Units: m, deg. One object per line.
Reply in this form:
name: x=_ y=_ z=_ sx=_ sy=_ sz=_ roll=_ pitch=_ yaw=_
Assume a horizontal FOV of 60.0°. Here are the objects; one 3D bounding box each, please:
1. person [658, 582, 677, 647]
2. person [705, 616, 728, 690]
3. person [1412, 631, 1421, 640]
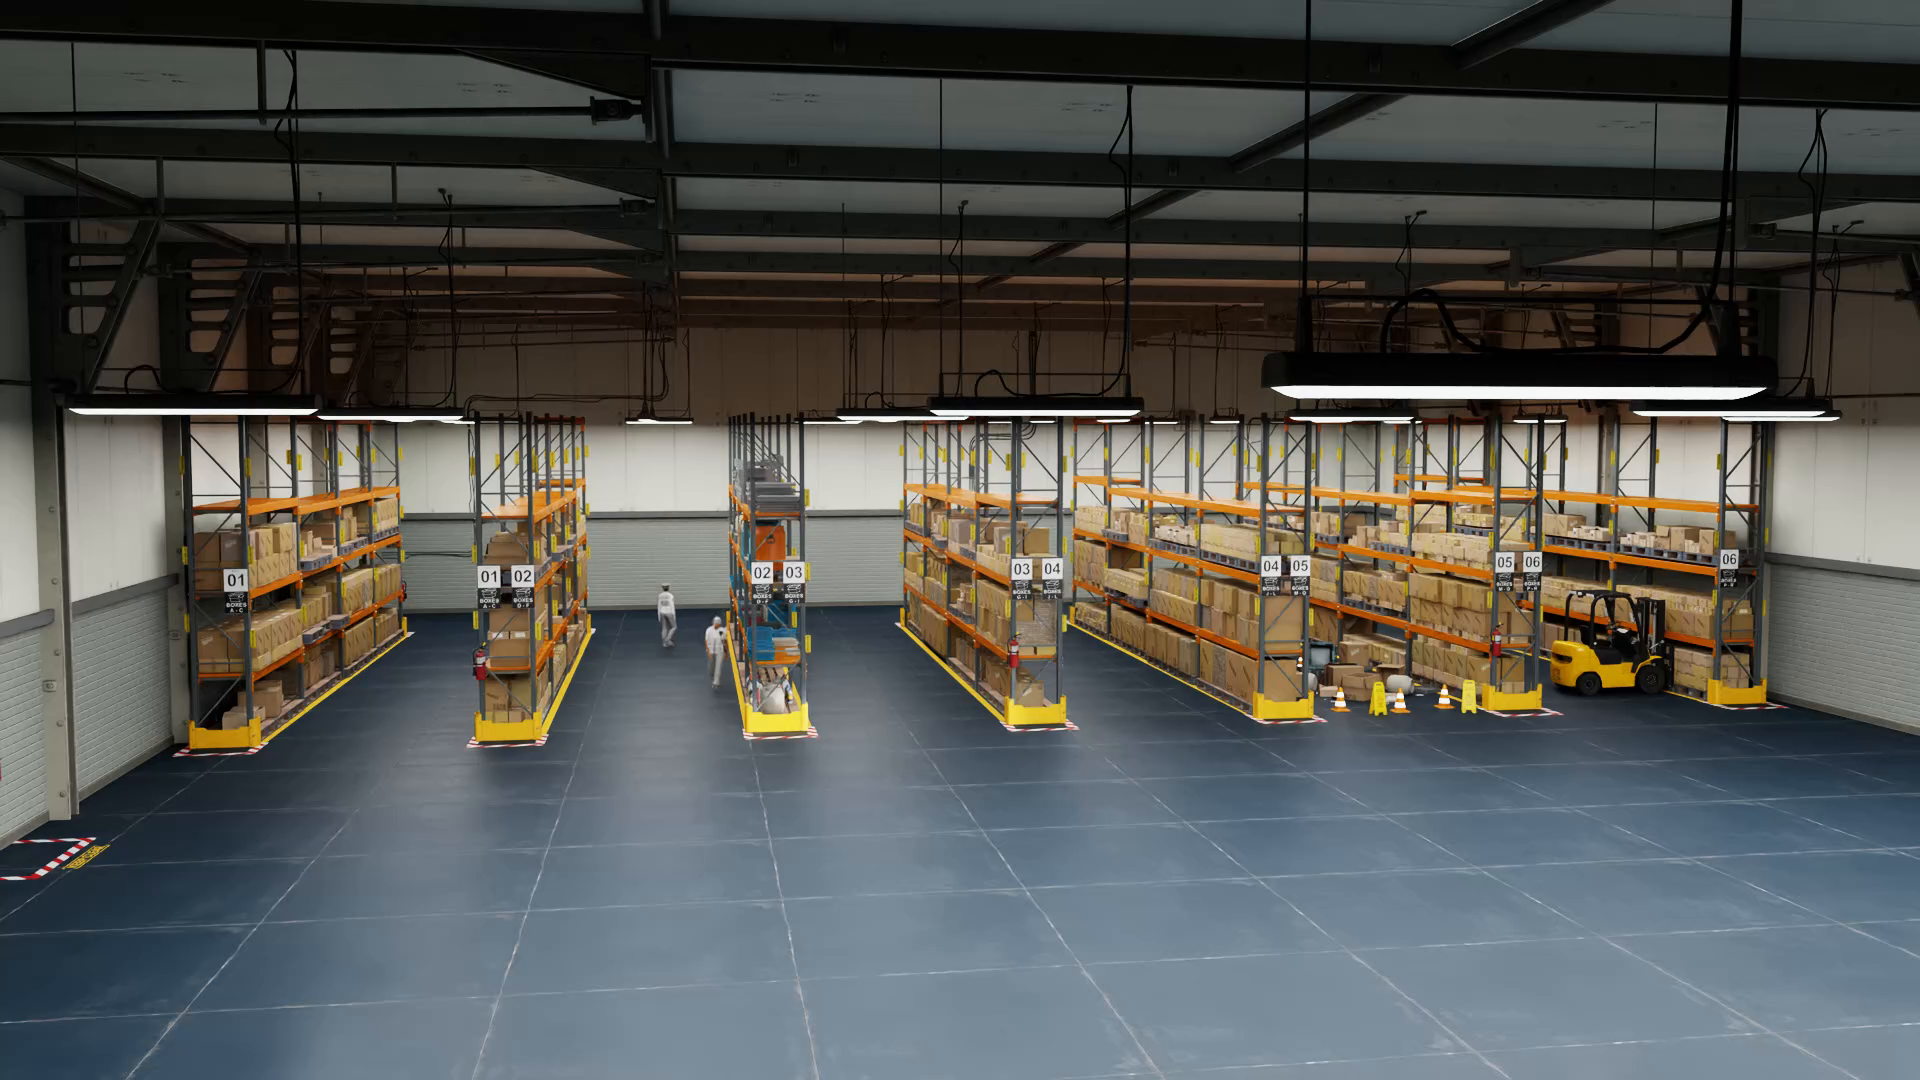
person: x=-7.641 y=1.949 z=43.226 sx=0.514 sy=1.676 sz=0.453 roll=2 pitch=4 yaw=23
person: x=-5.343 y=2.454 z=36.356 sx=0.467 sy=1.576 sz=1.110 roll=0 pitch=4 yaw=2
person: x=11.986 y=1.947 z=43.053 sx=0.556 sy=1.757 sz=0.435 roll=-2 pitch=5 yaw=-32
